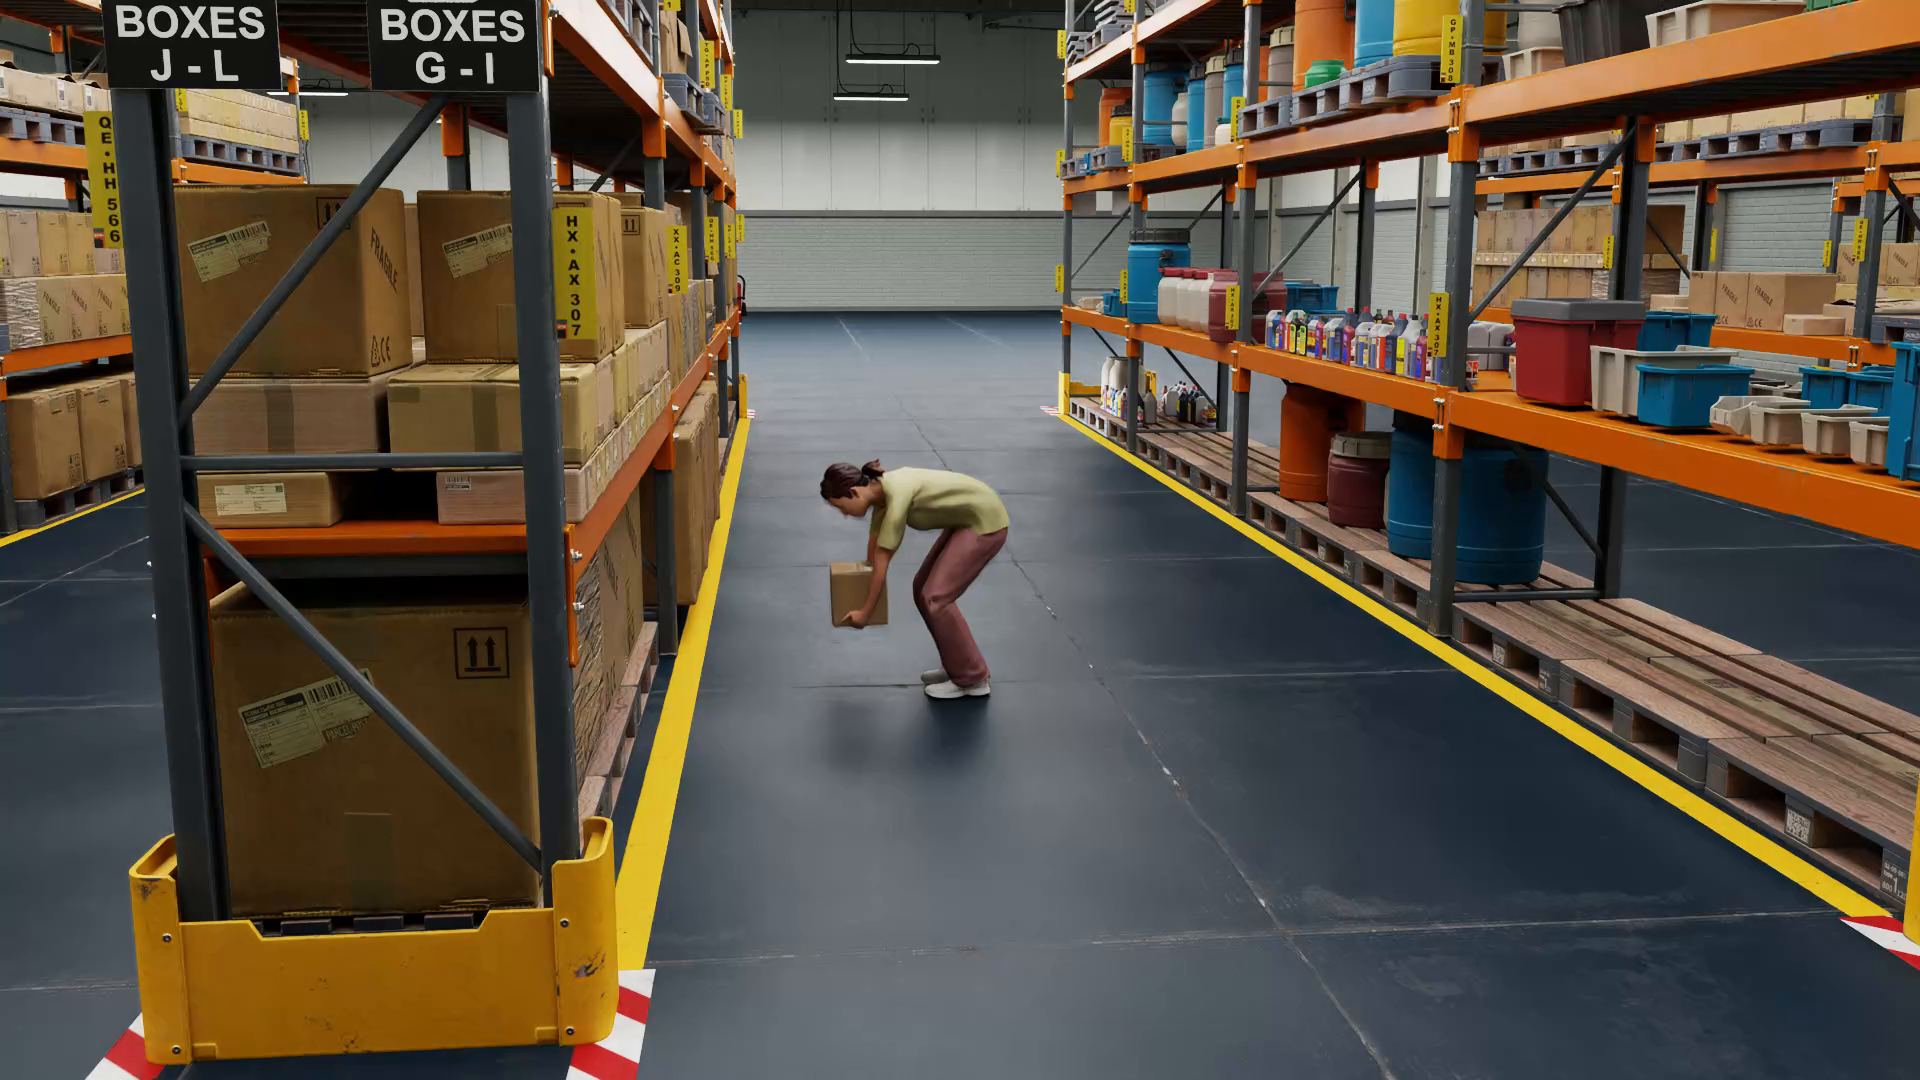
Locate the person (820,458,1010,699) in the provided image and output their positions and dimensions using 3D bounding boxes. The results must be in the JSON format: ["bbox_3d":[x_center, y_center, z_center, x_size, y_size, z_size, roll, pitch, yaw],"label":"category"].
[{"bbox_3d":[-0.204,0.169,7.634,0.861,1.089,0.455,-2,10,-9],"label":"person"}]
